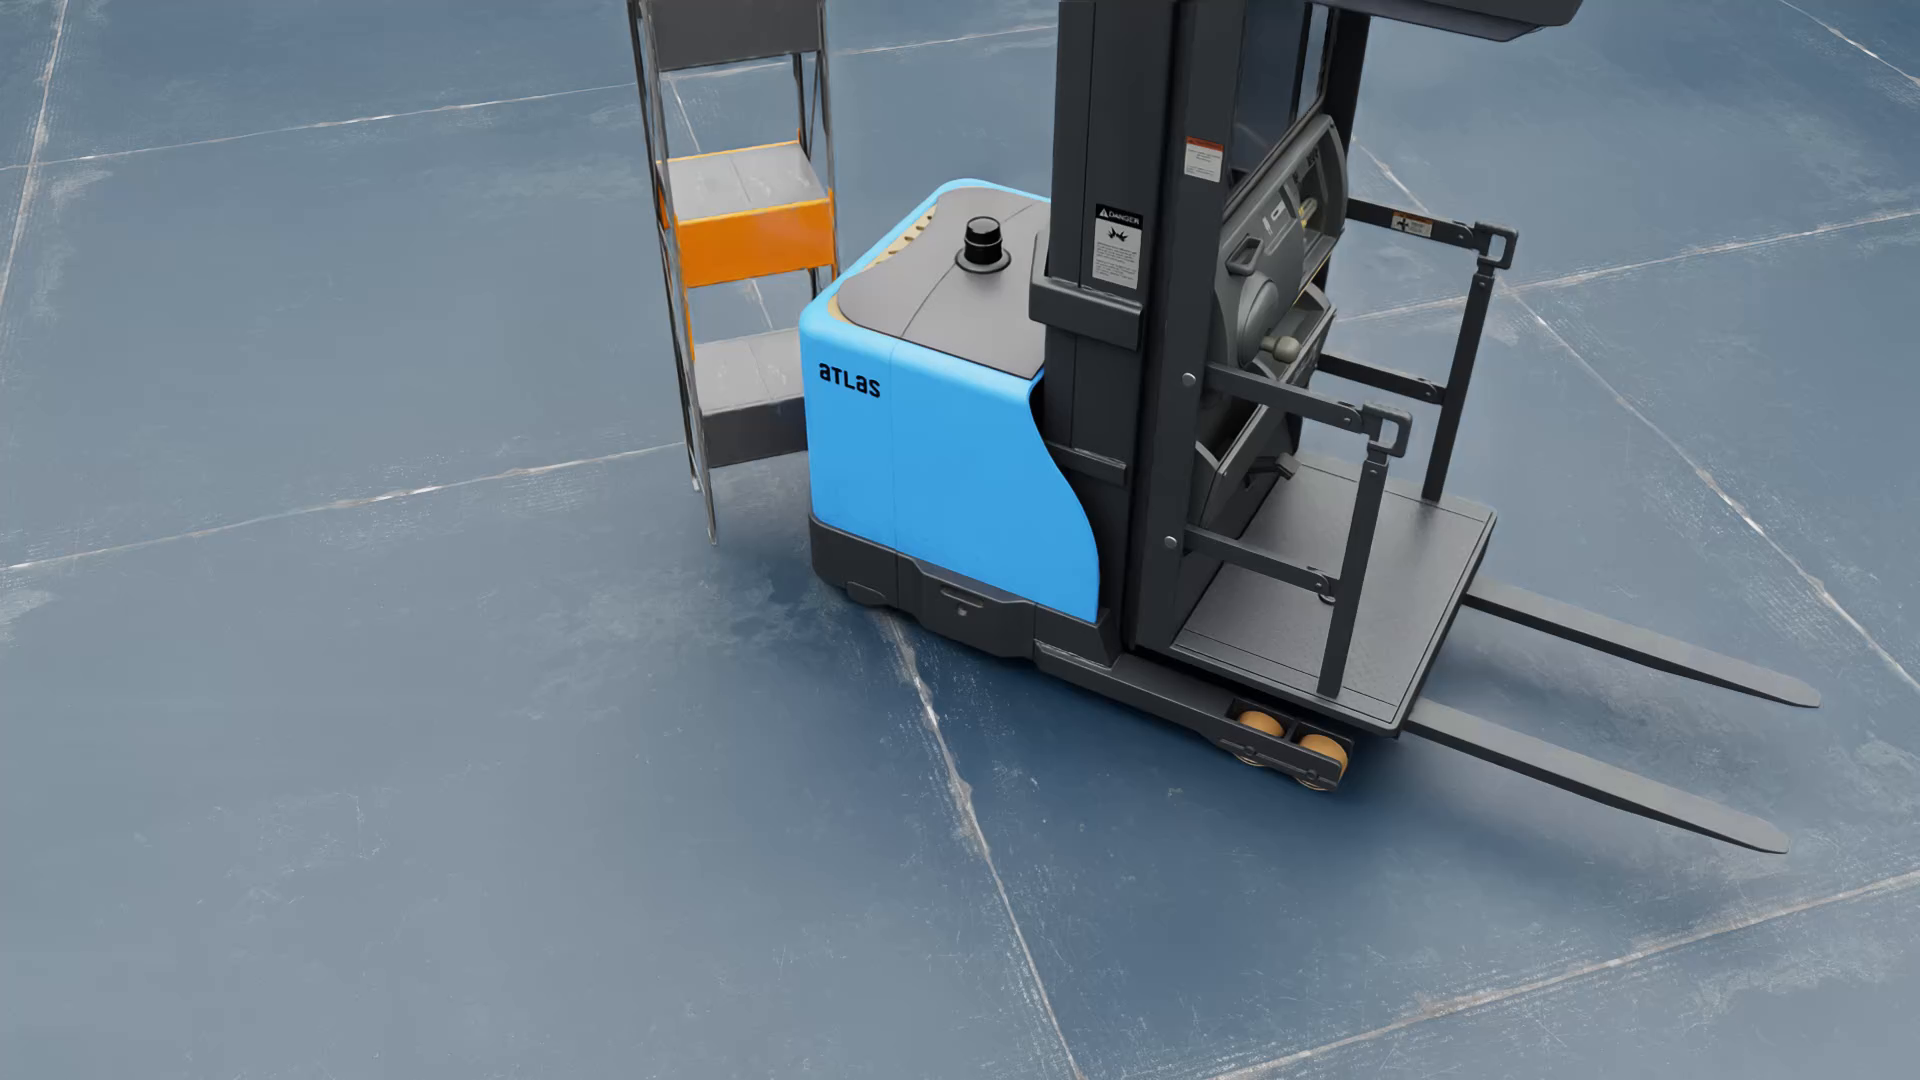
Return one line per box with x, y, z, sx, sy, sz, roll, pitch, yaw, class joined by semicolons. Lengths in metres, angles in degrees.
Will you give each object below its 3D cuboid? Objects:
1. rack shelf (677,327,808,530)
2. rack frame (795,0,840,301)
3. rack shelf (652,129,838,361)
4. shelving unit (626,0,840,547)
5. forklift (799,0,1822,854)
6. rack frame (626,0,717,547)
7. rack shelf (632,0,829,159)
-0.673;-0.405;5.703;0.480;0.518;0.431;-12;43;-13;rack shelf
-0.440;-0.992;5.289;0.015;2.100;0.400;-12;43;-13;rack frame
-0.673;-0.933;5.242;0.480;0.518;0.431;-12;43;-13;rack shelf
-0.673;-0.943;5.233;0.503;2.100;0.431;-12;43;-13;shelving unit
1.048;-0.769;4.402;3.031;2.935;1.130;20;45;21;forklift
-0.905;-0.894;5.177;0.015;2.100;0.400;-12;43;-13;rack frame
-0.673;-1.460;4.782;0.480;0.518;0.431;-12;43;-13;rack shelf
